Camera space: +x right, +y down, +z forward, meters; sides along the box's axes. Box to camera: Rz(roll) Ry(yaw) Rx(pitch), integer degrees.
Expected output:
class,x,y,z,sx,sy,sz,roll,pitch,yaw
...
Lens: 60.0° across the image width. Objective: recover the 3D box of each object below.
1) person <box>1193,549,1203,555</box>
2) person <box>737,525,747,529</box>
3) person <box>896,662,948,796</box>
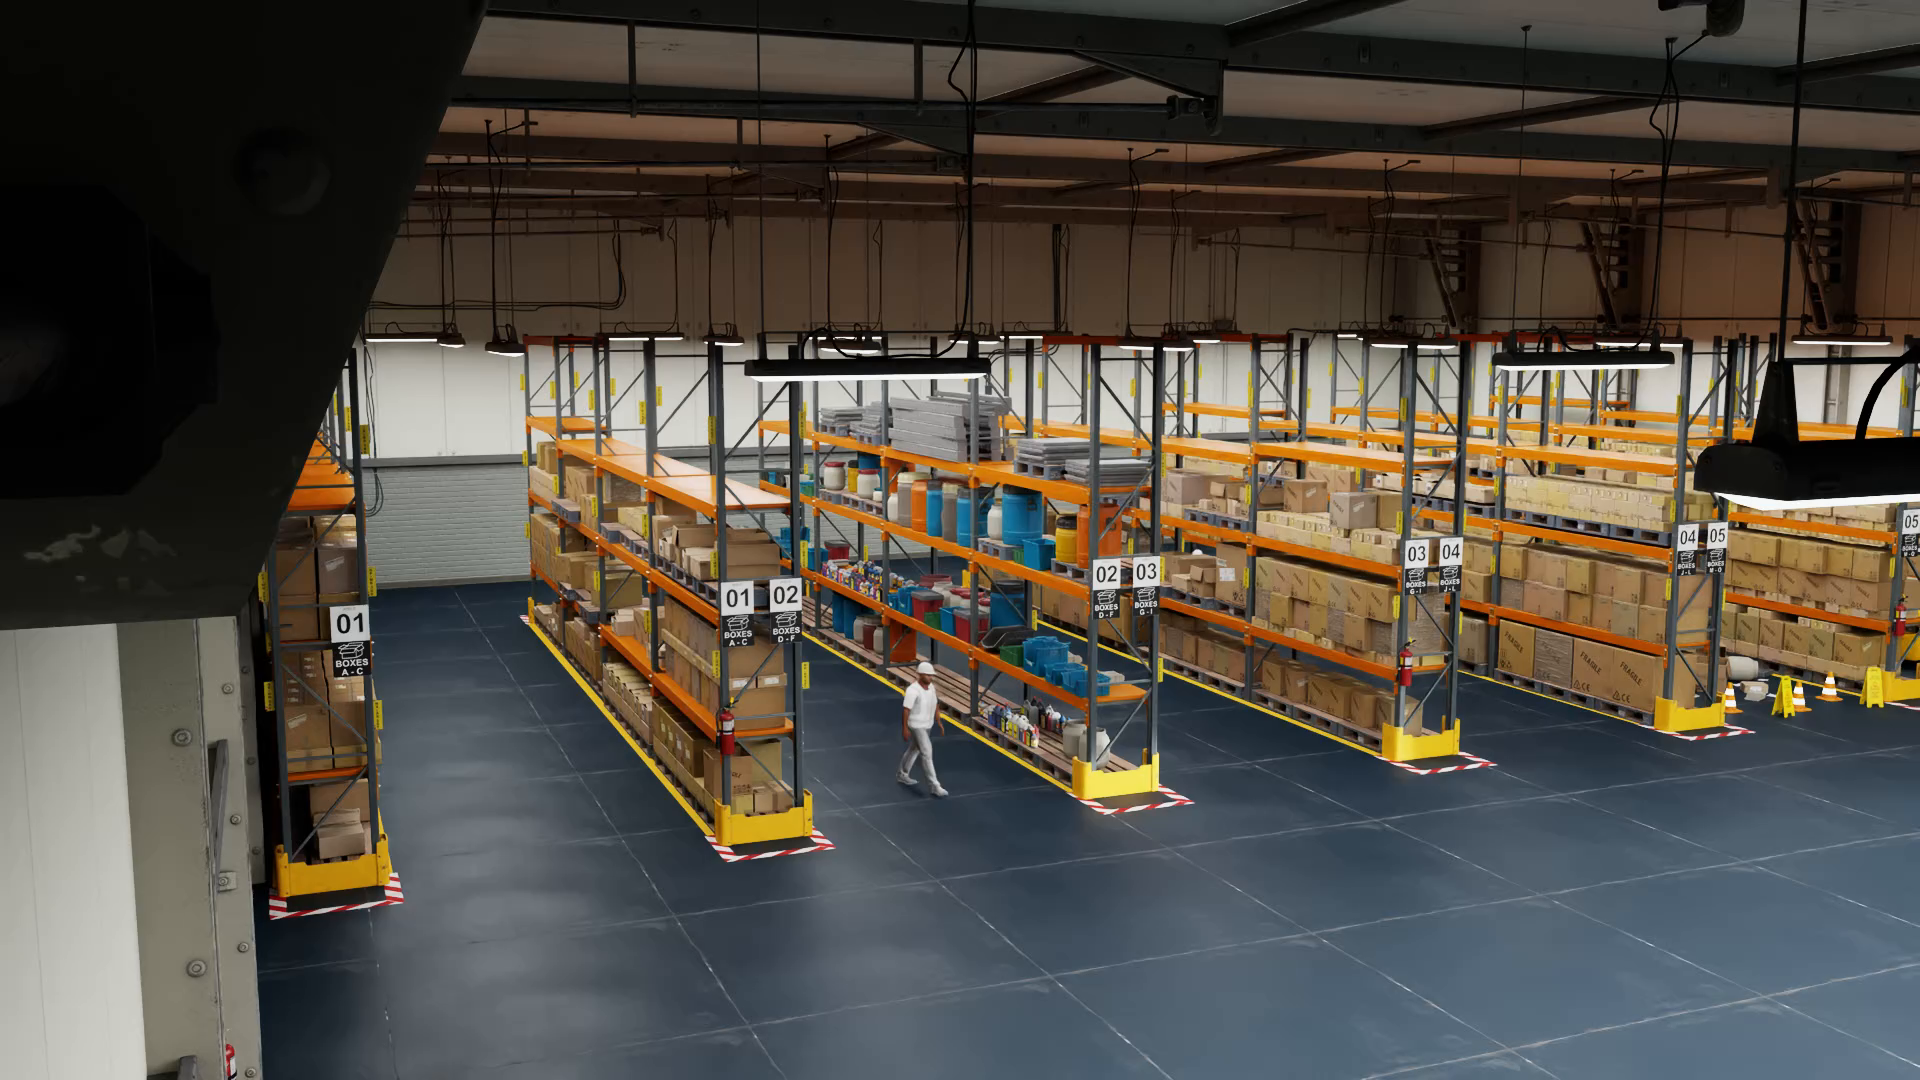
class,x,y,z,sx,sy,sz,roll,pitch,yaw
person,4.812,1.002,33.846,0.707,1.684,0.709,-2,8,-14
person,-4.996,0.441,38.152,0.449,1.619,1.068,4,9,27
person,-0.472,2.491,22.323,0.950,1.718,0.593,4,9,27
